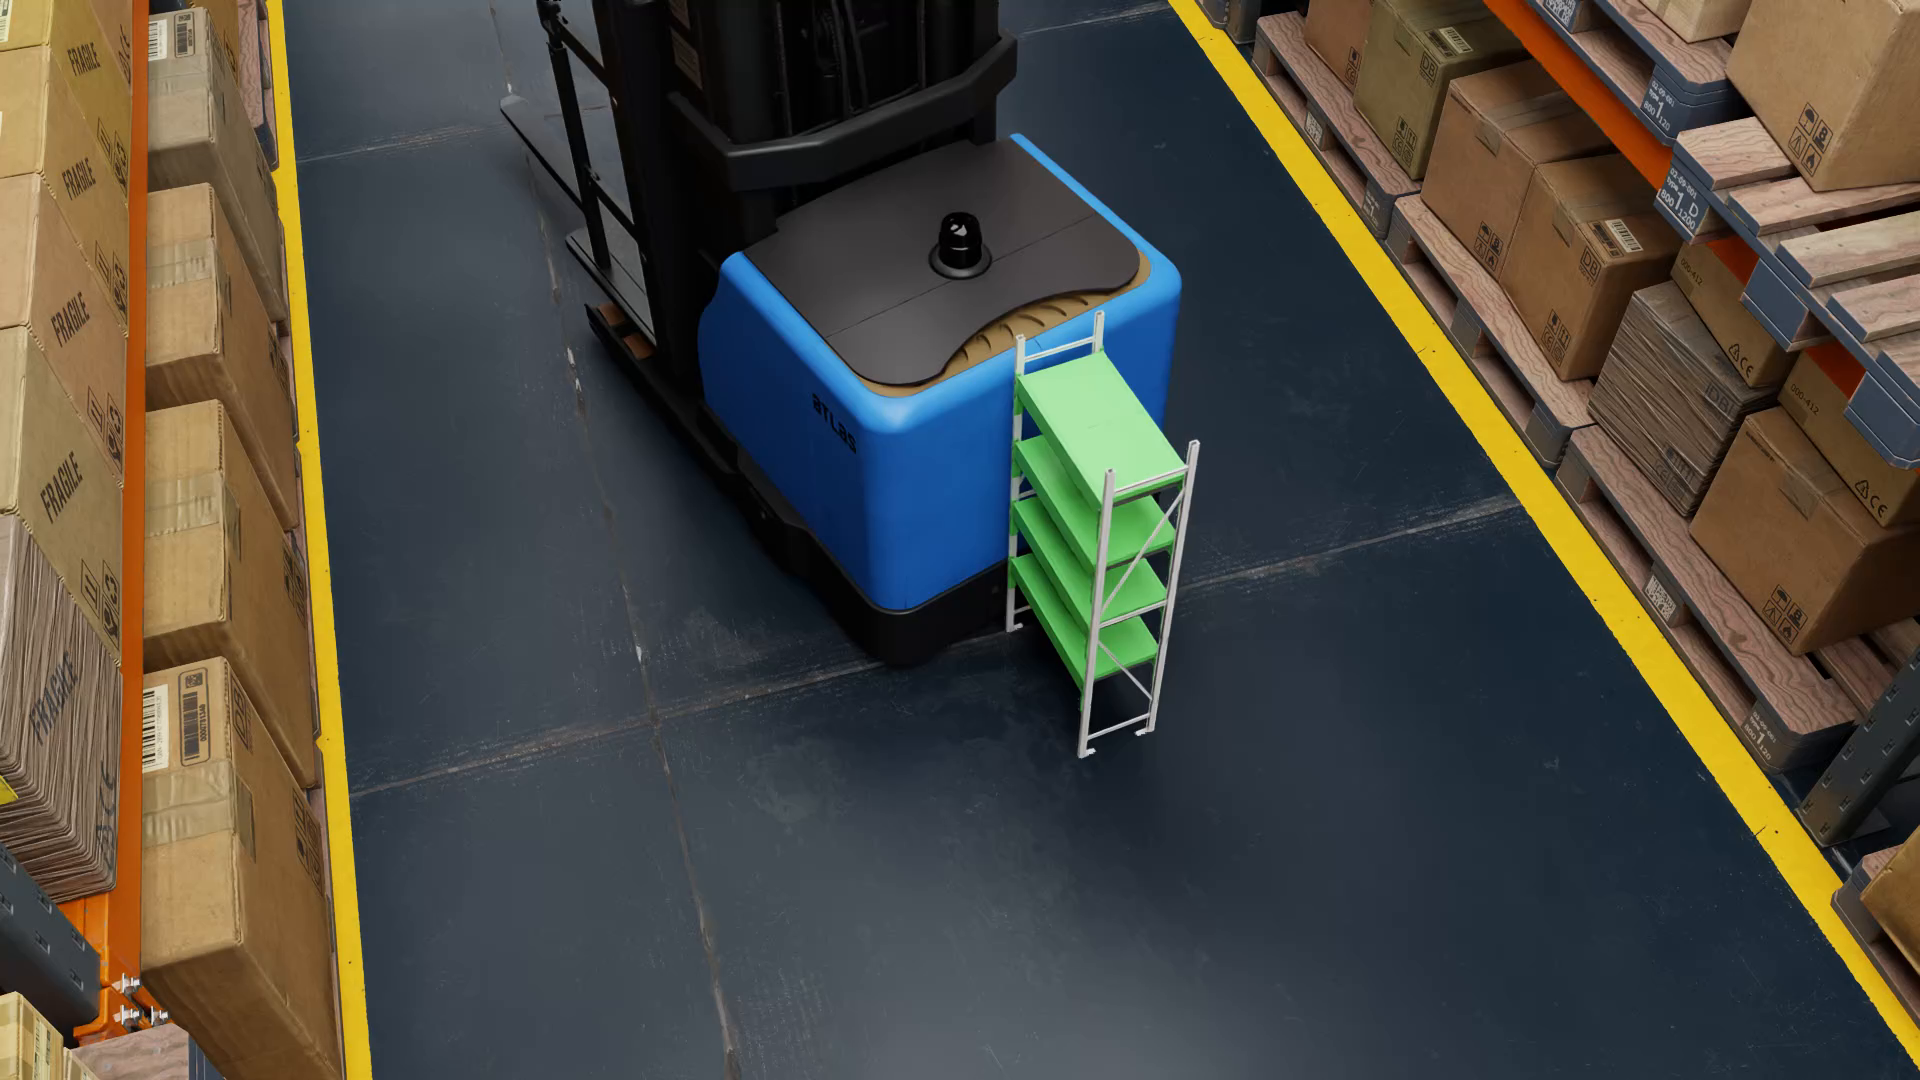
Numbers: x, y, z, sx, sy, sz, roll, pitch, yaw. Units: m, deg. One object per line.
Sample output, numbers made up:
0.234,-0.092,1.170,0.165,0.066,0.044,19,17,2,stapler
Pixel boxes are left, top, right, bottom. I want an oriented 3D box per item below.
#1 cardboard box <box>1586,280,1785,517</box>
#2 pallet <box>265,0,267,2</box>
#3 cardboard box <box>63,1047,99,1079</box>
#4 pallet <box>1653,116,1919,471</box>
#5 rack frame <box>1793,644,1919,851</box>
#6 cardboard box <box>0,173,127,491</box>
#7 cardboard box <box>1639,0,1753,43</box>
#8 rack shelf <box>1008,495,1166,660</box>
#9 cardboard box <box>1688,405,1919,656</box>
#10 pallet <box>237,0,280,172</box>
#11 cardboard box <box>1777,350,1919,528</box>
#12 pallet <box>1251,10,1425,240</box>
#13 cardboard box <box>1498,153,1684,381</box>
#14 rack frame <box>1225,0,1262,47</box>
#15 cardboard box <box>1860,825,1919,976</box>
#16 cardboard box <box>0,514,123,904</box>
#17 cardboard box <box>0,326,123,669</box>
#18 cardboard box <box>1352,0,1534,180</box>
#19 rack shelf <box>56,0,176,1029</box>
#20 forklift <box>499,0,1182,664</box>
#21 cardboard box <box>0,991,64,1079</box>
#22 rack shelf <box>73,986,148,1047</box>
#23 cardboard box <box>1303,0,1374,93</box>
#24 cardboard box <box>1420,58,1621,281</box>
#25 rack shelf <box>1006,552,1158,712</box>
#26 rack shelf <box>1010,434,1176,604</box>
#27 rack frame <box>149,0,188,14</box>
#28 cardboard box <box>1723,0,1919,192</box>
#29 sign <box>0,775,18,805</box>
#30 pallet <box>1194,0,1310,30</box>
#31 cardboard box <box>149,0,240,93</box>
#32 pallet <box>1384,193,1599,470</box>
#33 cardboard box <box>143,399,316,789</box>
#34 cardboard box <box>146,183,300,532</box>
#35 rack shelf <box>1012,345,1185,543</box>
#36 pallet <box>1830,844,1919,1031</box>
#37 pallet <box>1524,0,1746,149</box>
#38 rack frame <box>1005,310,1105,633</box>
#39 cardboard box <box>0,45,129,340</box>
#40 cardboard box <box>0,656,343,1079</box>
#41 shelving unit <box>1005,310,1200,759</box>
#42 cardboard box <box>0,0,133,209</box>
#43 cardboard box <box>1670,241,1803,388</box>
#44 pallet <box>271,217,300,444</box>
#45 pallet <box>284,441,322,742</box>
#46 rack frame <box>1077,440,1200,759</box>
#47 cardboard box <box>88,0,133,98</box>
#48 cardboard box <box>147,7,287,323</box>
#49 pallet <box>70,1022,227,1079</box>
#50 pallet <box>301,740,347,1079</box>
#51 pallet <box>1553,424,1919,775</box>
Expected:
2.413,-0.502,5.059,0.700,0.500,0.500,-17,52,-14,cardboard box
-3.659,-2.720,7.405,1.003,0.211,1.213,-13,51,-11,pallet
-1.381,0.876,2.245,0.380,0.149,0.250,-12,51,-10,cardboard box
2.494,-0.714,4.015,1.213,0.211,1.003,-13,51,-11,pallet
2.806,-0.279,3.523,1.000,3.000,0.127,-13,51,-11,rack frame
-2.139,-0.392,3.553,0.500,0.500,0.500,-13,51,-11,cardboard box
2.055,-1.528,4.389,0.396,0.266,0.258,-15,51,-12,cardboard box
0.348,0.064,4.495,0.258,0.148,0.480,-19,52,-15,rack shelf
2.589,-0.100,4.720,0.700,0.500,0.500,-16,52,-13,cardboard box
-3.295,-1.827,6.652,1.003,0.211,1.213,-13,51,-11,pallet
2.579,-0.339,4.431,0.500,0.250,0.500,-11,51,-9,cardboard box
1.855,-1.733,6.573,1.003,0.211,1.213,-13,51,-11,pallet
2.238,-0.915,5.406,0.700,0.500,0.500,-9,51,-8,cardboard box
1.623,-3.201,5.986,1.000,3.000,0.127,-13,51,-11,rack frame
2.990,0.779,3.746,1.225,0.875,0.875,-15,52,-13,cardboard box
-1.837,0.347,2.930,0.500,0.500,0.500,-13,51,-11,cardboard box
-1.990,-0.023,3.242,0.500,0.500,0.500,-14,51,-11,cardboard box
1.907,-1.731,6.094,0.700,0.500,0.500,-14,51,-11,cardboard box
-2.553,-0.460,4.147,1.077,0.370,4.000,-13,51,-11,rack shelf
-0.634,-1.684,4.752,1.130,2.935,3.031,-28,55,-22,forklift
-1.379,0.777,2.134,0.380,0.149,0.250,-15,52,-12,cardboard box
-1.370,2.461,1.684,1.077,0.370,4.000,-13,51,-11,rack shelf
1.784,-2.083,6.392,0.700,0.500,0.500,-17,52,-14,cardboard box
2.073,-1.322,5.750,0.700,0.500,0.500,-17,52,-14,cardboard box
0.348,0.219,4.678,0.258,0.148,0.480,-19,52,-15,rack shelf
0.348,-0.090,4.311,0.258,0.148,0.480,-19,52,-15,rack shelf
-3.145,-2.153,5.103,1.000,3.000,0.127,-13,51,-11,rack frame
2.348,-1.217,3.974,0.700,0.500,0.500,-7,50,-6,cardboard box
-1.446,0.291,2.337,0.100,0.325,0.005,-13,51,-11,sign
1.391,-2.784,7.459,1.003,0.211,1.213,-13,51,-11,pallet
-3.264,-2.079,6.155,0.875,0.875,0.875,-13,51,-10,cardboard box
2.219,-0.841,5.821,1.003,0.211,1.213,-13,51,-11,pallet
-2.318,0.255,4.270,1.050,0.750,0.750,-13,51,-10,cardboard box
-2.594,-0.425,4.843,1.050,0.750,0.750,-13,51,-11,cardboard box
0.348,-0.245,4.128,0.258,0.148,0.480,-19,52,-15,rack shelf
2.967,1.213,4.090,1.003,0.211,1.213,-13,51,-11,pallet
2.182,-1.654,4.808,1.003,0.211,1.213,-13,51,-11,pallet
0.250,-0.148,4.590,0.240,1.200,0.015,-19,52,-15,rack frame
-2.284,-0.756,3.860,0.500,0.500,0.500,-14,51,-11,cardboard box
-2.056,0.893,3.732,1.050,0.750,0.750,-14,51,-11,cardboard box
0.348,0.023,4.446,0.258,1.200,0.503,-19,52,-15,shelving unit
-2.436,-1.126,4.172,0.500,0.500,0.500,-13,51,-11,cardboard box
2.413,-0.725,4.756,0.500,0.250,0.500,-8,50,-7,cardboard box
-2.845,-0.708,5.708,1.003,0.211,1.213,-13,51,-11,pallet
-2.480,0.185,4.956,1.003,0.211,1.213,-13,51,-11,pallet
0.446,0.194,4.302,0.240,1.200,0.015,-19,52,-15,rack frame
-2.586,-1.495,4.483,0.500,0.500,0.500,-14,51,-11,cardboard box
-2.875,-1.130,5.438,1.050,0.750,0.750,-14,51,-11,cardboard box
-1.649,1.327,2.295,1.213,0.211,1.003,-13,51,-11,pallet
-2.123,1.074,4.206,1.003,0.211,1.213,-13,51,-11,pallet
2.576,0.049,5.071,1.003,0.211,1.213,-13,51,-11,pallet
